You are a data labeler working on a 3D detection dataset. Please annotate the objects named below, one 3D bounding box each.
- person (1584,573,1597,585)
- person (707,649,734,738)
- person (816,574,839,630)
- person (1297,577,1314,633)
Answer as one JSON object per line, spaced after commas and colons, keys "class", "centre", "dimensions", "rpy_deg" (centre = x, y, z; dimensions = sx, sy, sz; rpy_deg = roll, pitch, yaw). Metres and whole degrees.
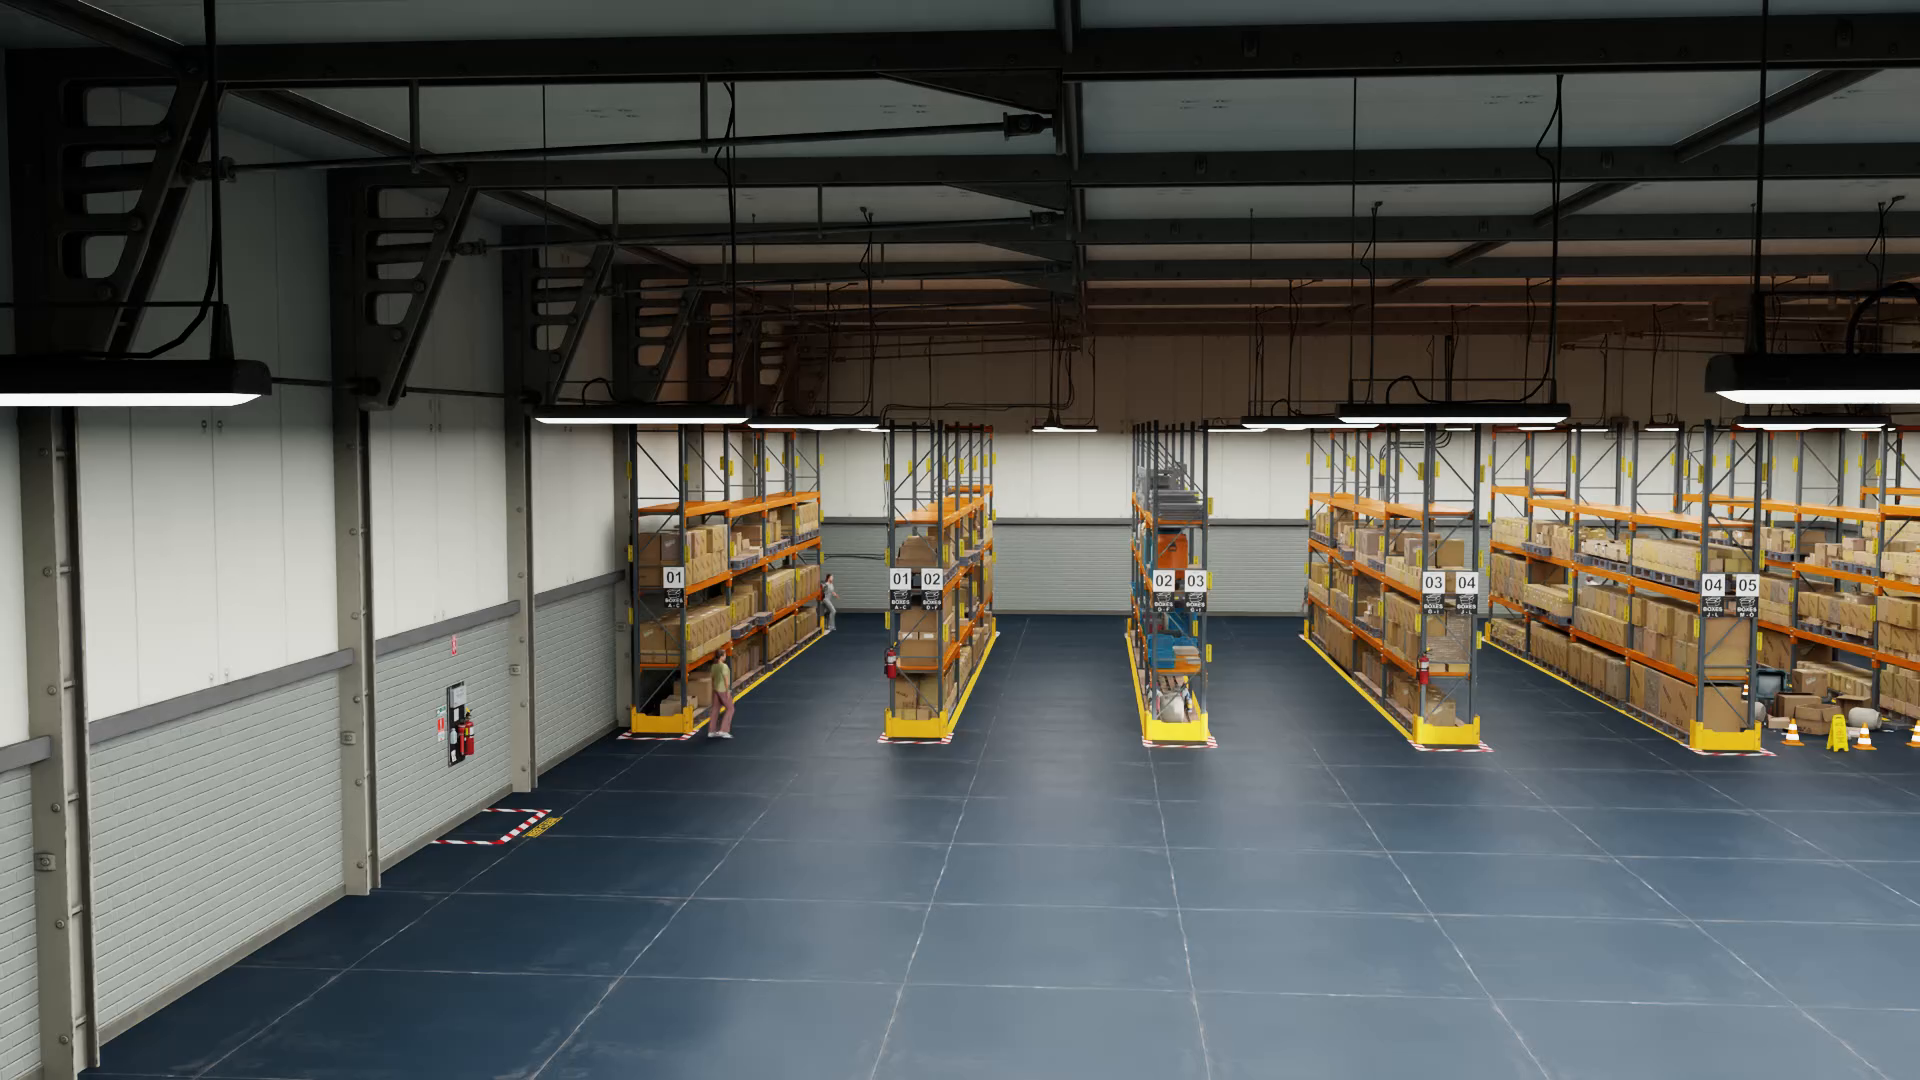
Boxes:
{"class": "person", "centre": [18.662, 1.770, 49.185], "dimensions": [0.881, 1.644, 0.443], "rpy_deg": [-2, 4, -24]}
{"class": "person", "centre": [-4.551, 2.905, 31.420], "dimensions": [0.483, 1.692, 0.483], "rpy_deg": [-3, 5, -40]}
{"class": "person", "centre": [-3.969, 1.828, 48.988], "dimensions": [0.861, 1.682, 0.508], "rpy_deg": [0, 4, 6]}
{"class": "person", "centre": [10.143, 1.846, 47.926], "dimensions": [0.996, 1.686, 0.546], "rpy_deg": [-1, 4, -14]}
